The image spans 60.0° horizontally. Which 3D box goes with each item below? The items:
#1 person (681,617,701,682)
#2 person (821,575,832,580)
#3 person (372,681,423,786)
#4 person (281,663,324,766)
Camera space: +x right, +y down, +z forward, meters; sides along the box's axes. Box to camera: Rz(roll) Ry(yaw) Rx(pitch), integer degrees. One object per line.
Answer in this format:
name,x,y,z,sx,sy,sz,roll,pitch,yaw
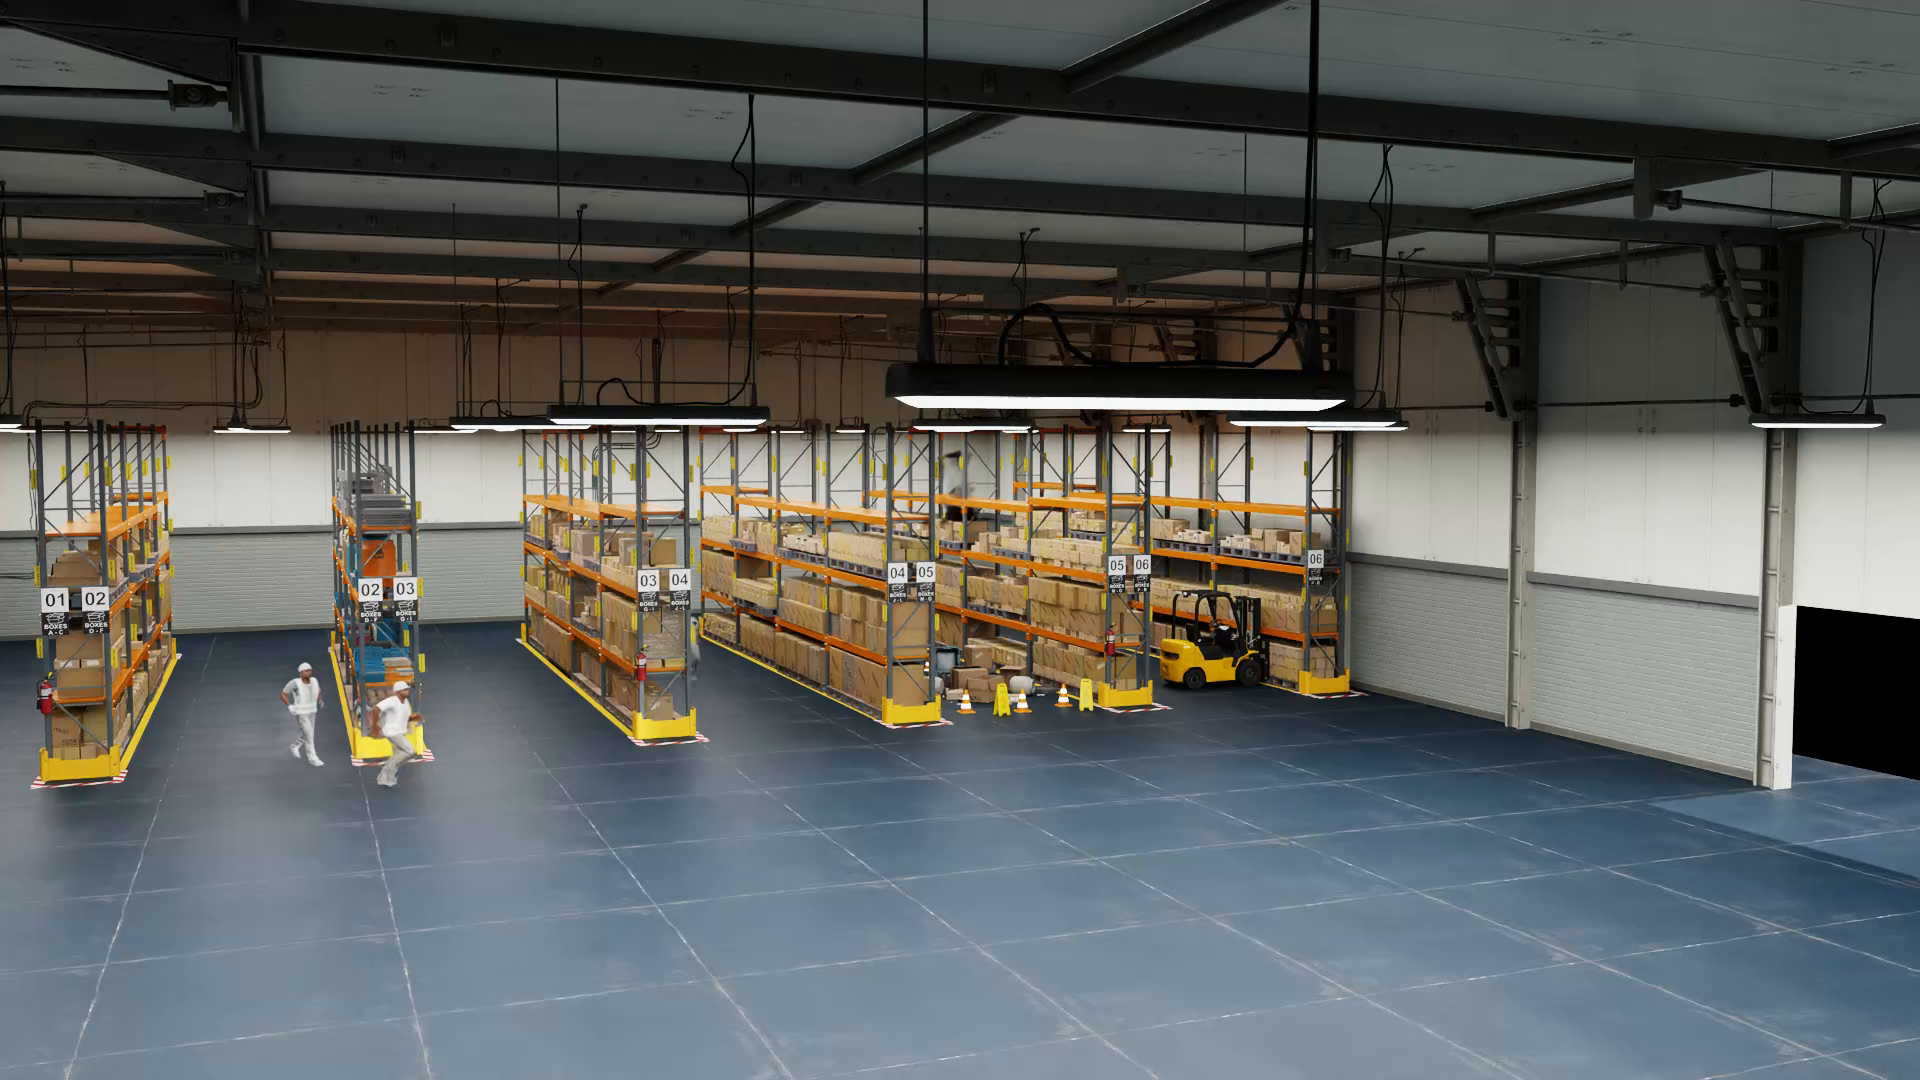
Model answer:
person,-6.316,2.436,38.746,0.638,1.810,0.735,-2,4,-28
person,-4.203,1.616,52.409,0.533,1.725,0.750,4,5,45
person,-9.146,3.156,27.093,0.734,1.707,0.746,0,4,8
person,-11.460,3.027,29.010,0.899,1.788,0.692,2,4,31
